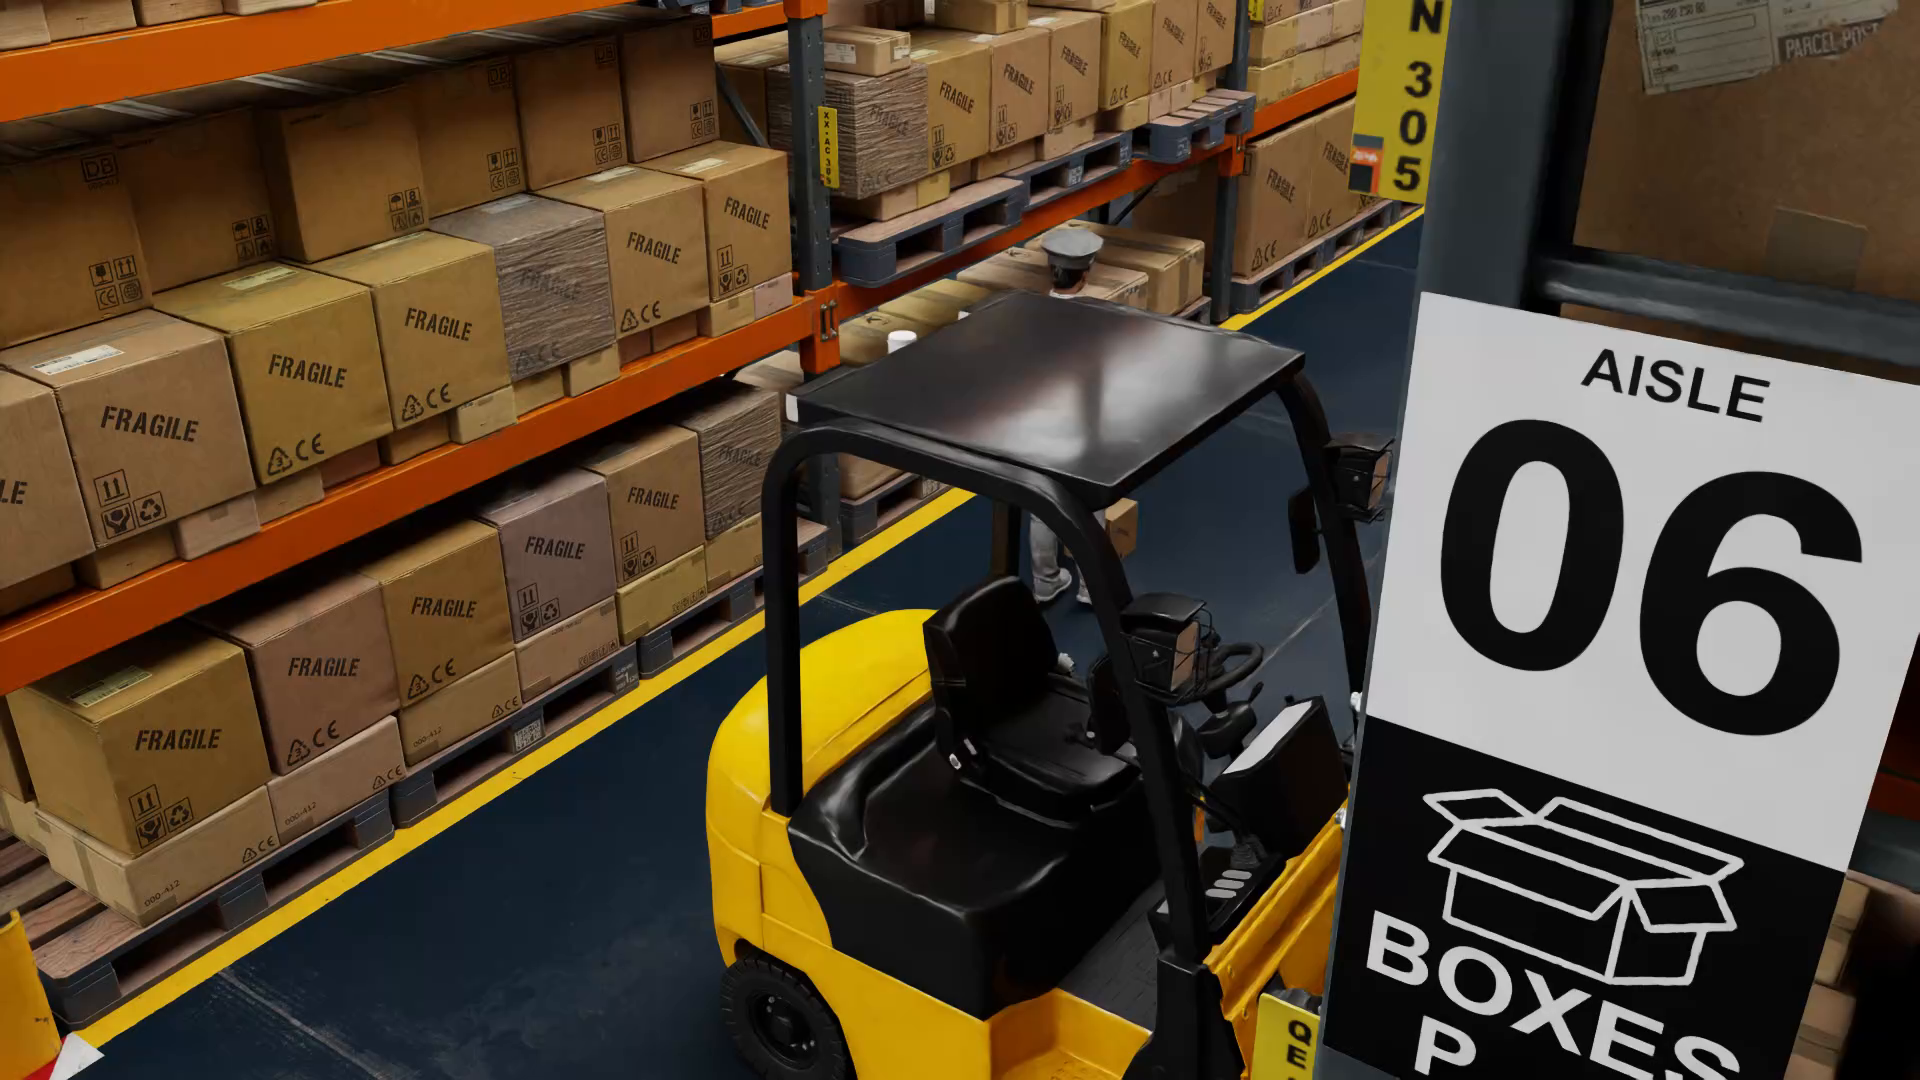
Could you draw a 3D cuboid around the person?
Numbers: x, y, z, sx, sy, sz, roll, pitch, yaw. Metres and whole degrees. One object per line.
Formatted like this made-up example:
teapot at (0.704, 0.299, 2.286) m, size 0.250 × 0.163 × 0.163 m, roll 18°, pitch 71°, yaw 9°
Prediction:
person at (0.451, -0.478, 7.062) m, size 0.500 × 1.719 × 0.387 m, roll 14°, pitch 30°, yaw 25°
